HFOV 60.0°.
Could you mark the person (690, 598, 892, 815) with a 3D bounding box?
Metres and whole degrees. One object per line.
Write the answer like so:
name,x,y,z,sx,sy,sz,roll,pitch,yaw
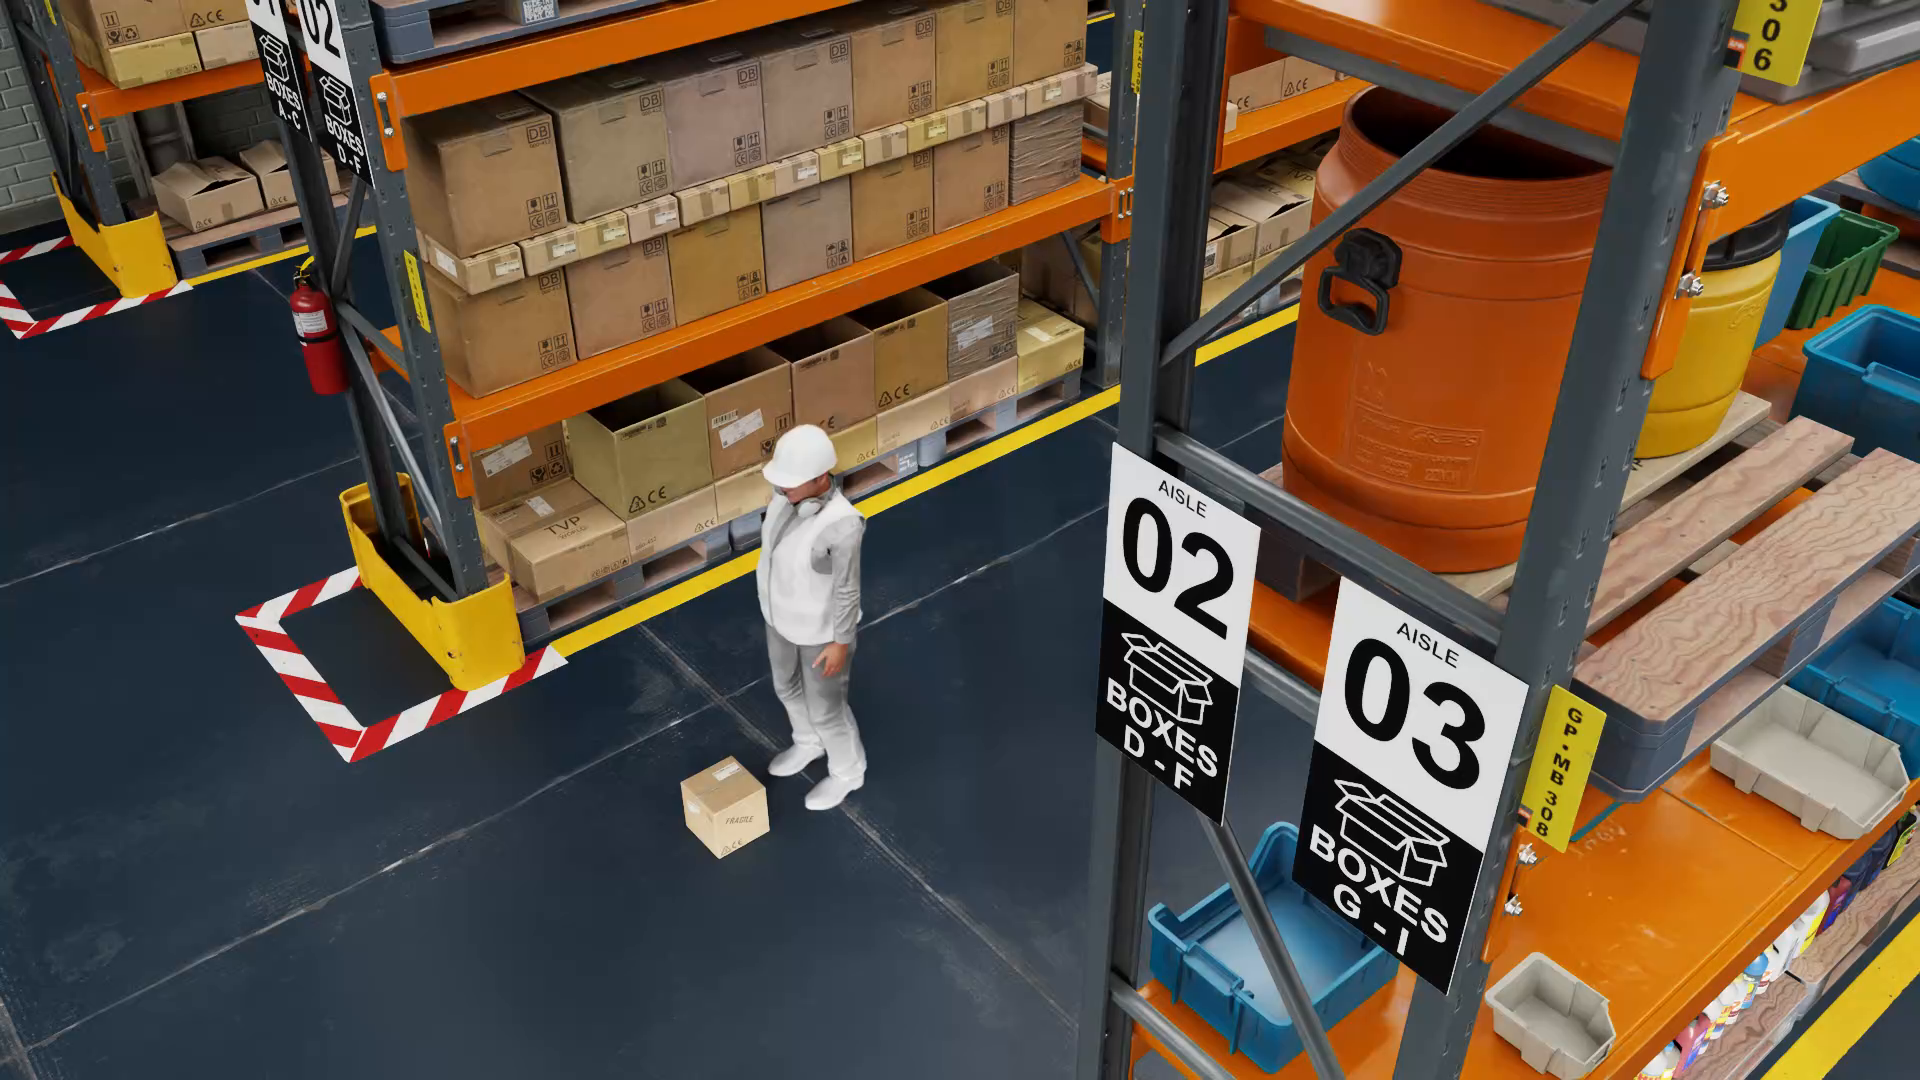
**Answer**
person,-0.675,0.633,6.754,0.881,1.101,0.557,-26,43,-32
